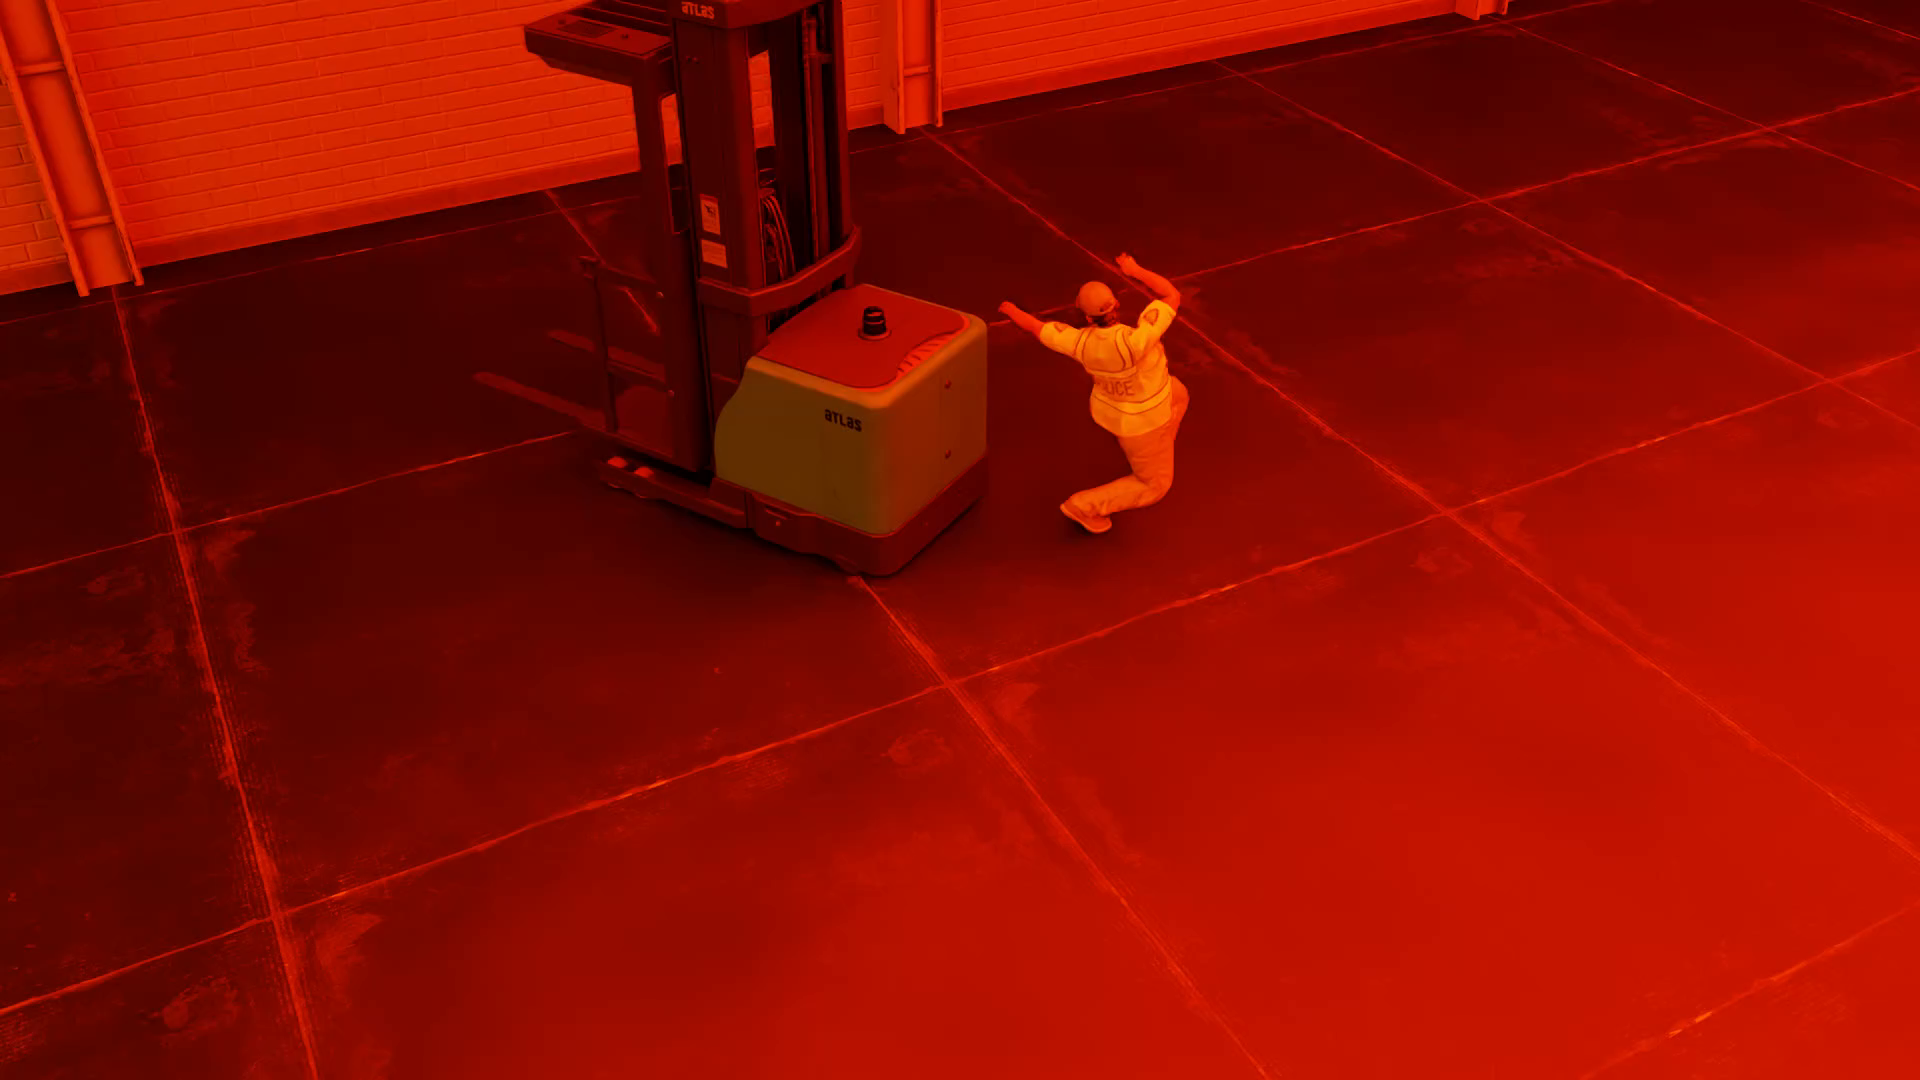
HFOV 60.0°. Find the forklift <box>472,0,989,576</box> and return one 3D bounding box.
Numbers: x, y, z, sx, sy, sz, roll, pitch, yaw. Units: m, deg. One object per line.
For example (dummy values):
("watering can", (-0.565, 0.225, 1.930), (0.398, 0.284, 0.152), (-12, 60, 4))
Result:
("forklift", (-1.366, -1.657, 8.468), (3.031, 2.935, 1.130), (20, 40, 26))

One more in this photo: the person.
("person", (0.764, -0.854, 8.668), (0.858, 1.440, 1.005), (-21, 40, -27))
